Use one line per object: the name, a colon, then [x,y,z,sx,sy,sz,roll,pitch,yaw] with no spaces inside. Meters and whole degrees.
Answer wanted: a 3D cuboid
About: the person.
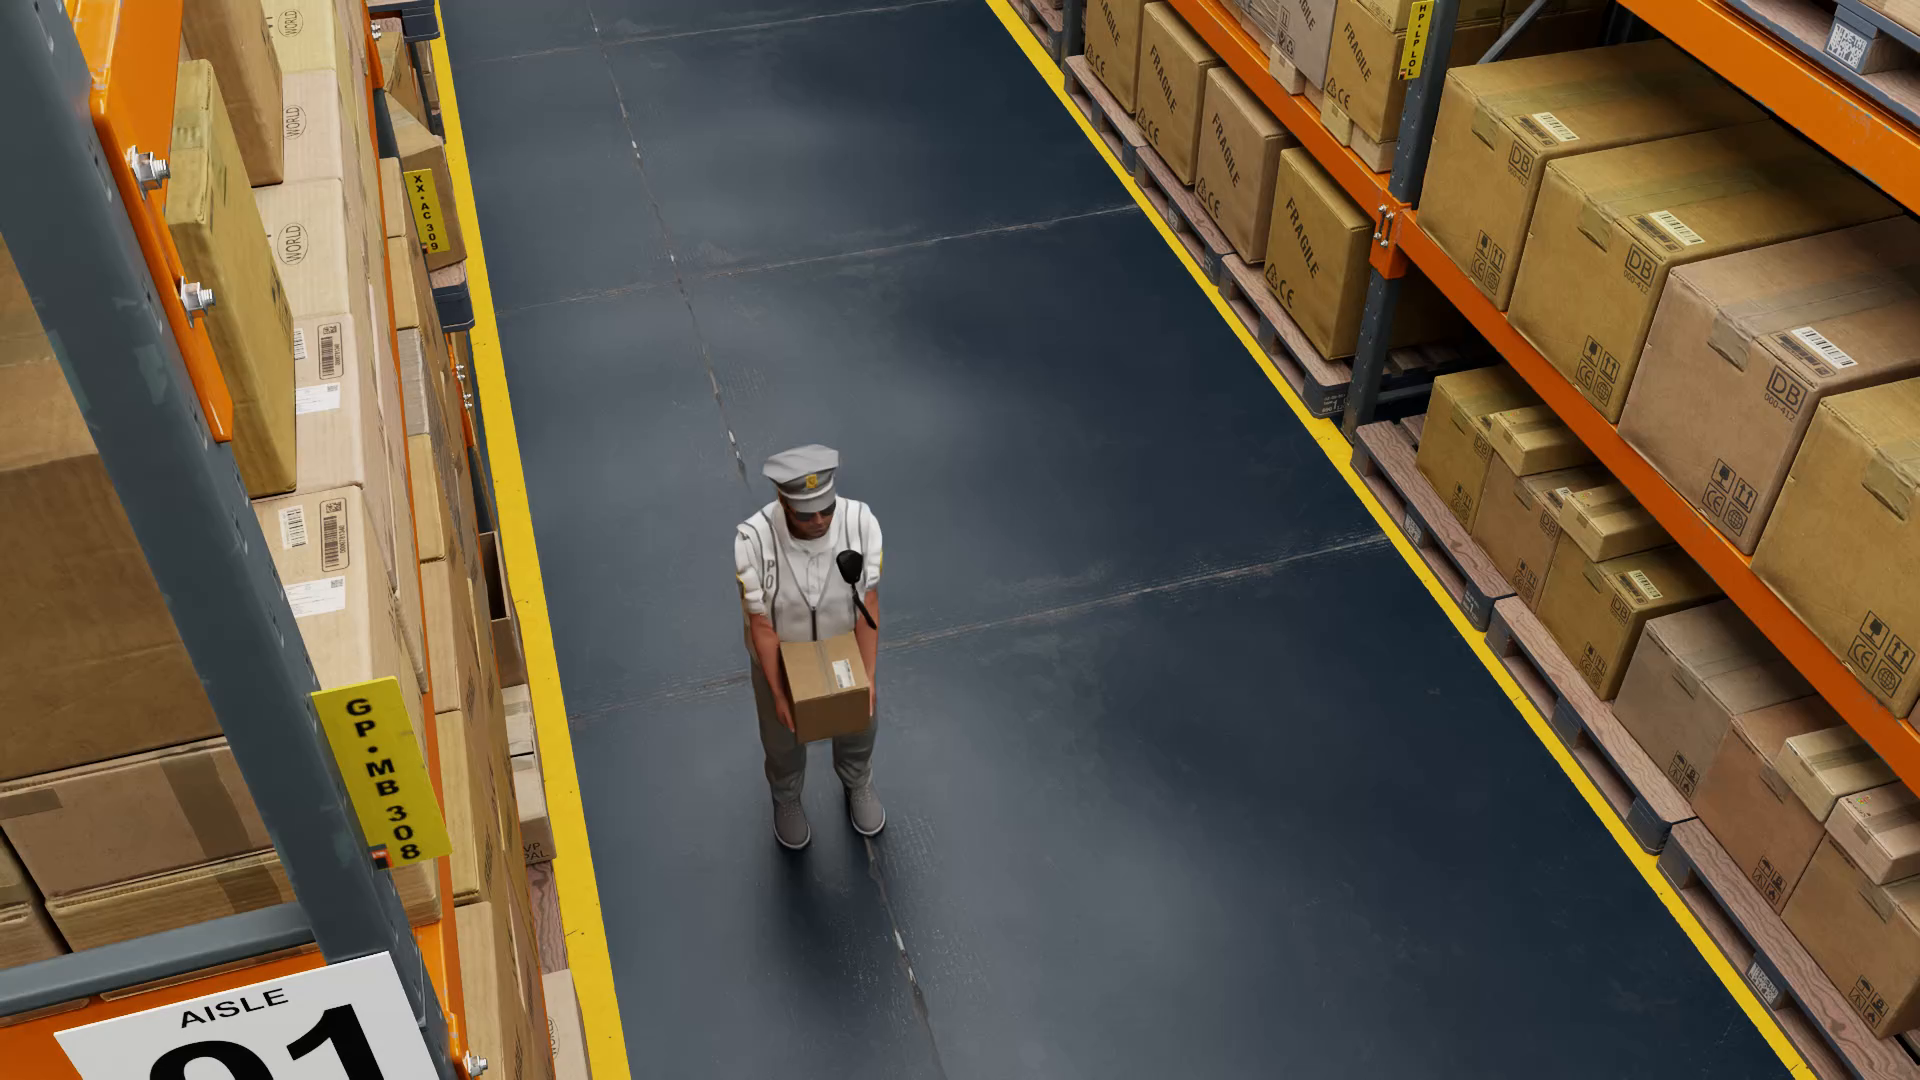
person: [-0.483,0.406,5.702,0.488,1.761,0.583,-10,43,-11]
